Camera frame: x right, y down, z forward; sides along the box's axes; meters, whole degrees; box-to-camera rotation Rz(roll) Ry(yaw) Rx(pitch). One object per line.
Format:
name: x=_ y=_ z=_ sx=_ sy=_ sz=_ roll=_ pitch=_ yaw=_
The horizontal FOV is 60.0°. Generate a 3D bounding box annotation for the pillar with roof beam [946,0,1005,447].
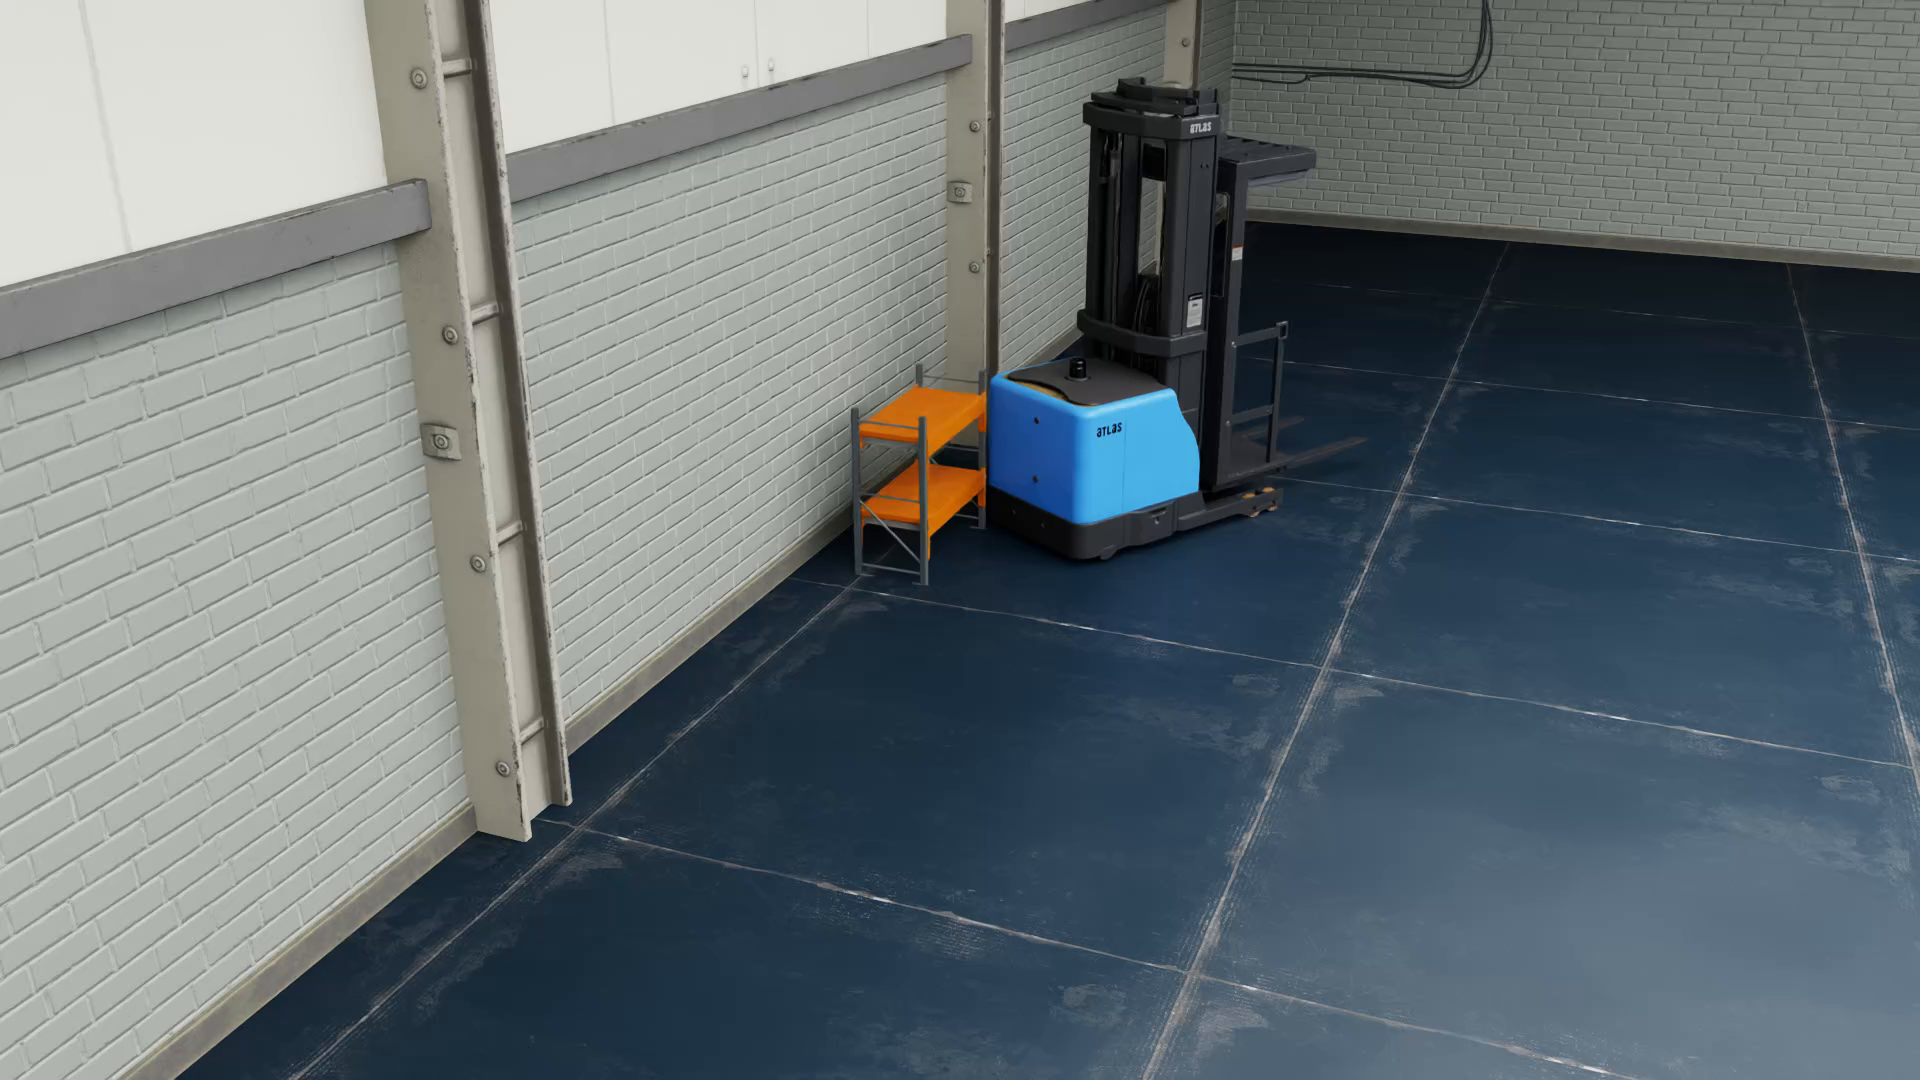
pillar with roof beam: x=4.108 y=-4.351 z=9.992 sx=9.100 sy=9.000 sz=0.400 roll=9 pitch=24 yaw=20

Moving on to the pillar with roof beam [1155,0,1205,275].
pillar with roof beam: x=6.336 y=-6.499 z=15.132 sx=9.100 sy=9.000 sz=0.400 roll=9 pitch=24 yaw=20

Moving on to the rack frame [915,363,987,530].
rack frame: x=-0.062 y=-0.626 z=11.290 sx=0.500 sy=1.125 sz=0.032 roll=9 pitch=24 yaw=20

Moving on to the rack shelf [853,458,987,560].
rack shelf: x=-0.250 y=-0.219 z=10.949 sx=0.538 sy=0.278 sz=1.000 roll=9 pitch=24 yaw=20

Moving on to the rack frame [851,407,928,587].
rack frame: x=-0.439 y=-0.262 z=10.419 sx=0.500 sy=1.125 sz=0.032 roll=9 pitch=24 yaw=20

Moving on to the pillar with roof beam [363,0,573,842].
pillar with roof beam: x=1.879 y=-2.204 z=4.852 sx=9.100 sy=9.000 sz=0.400 roll=9 pitch=24 yaw=20

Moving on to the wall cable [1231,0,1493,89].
wall cable: x=4.661 y=-6.547 z=19.277 sx=3.097 sy=2.526 sz=0.112 roll=9 pitch=24 yaw=20

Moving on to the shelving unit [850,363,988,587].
shelving unit: x=-0.250 y=-0.444 z=10.854 sx=0.538 sy=1.125 sz=1.048 roll=9 pitch=24 yaw=20

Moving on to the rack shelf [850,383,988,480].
rack shelf: x=-0.250 y=-0.714 z=10.742 sx=0.538 sy=0.278 sz=1.000 roll=9 pitch=24 yaw=20

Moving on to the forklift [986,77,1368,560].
forklift: x=1.662 y=-1.658 z=11.416 sx=3.031 sy=2.935 sz=1.130 roll=-16 pitch=28 yaw=-34
